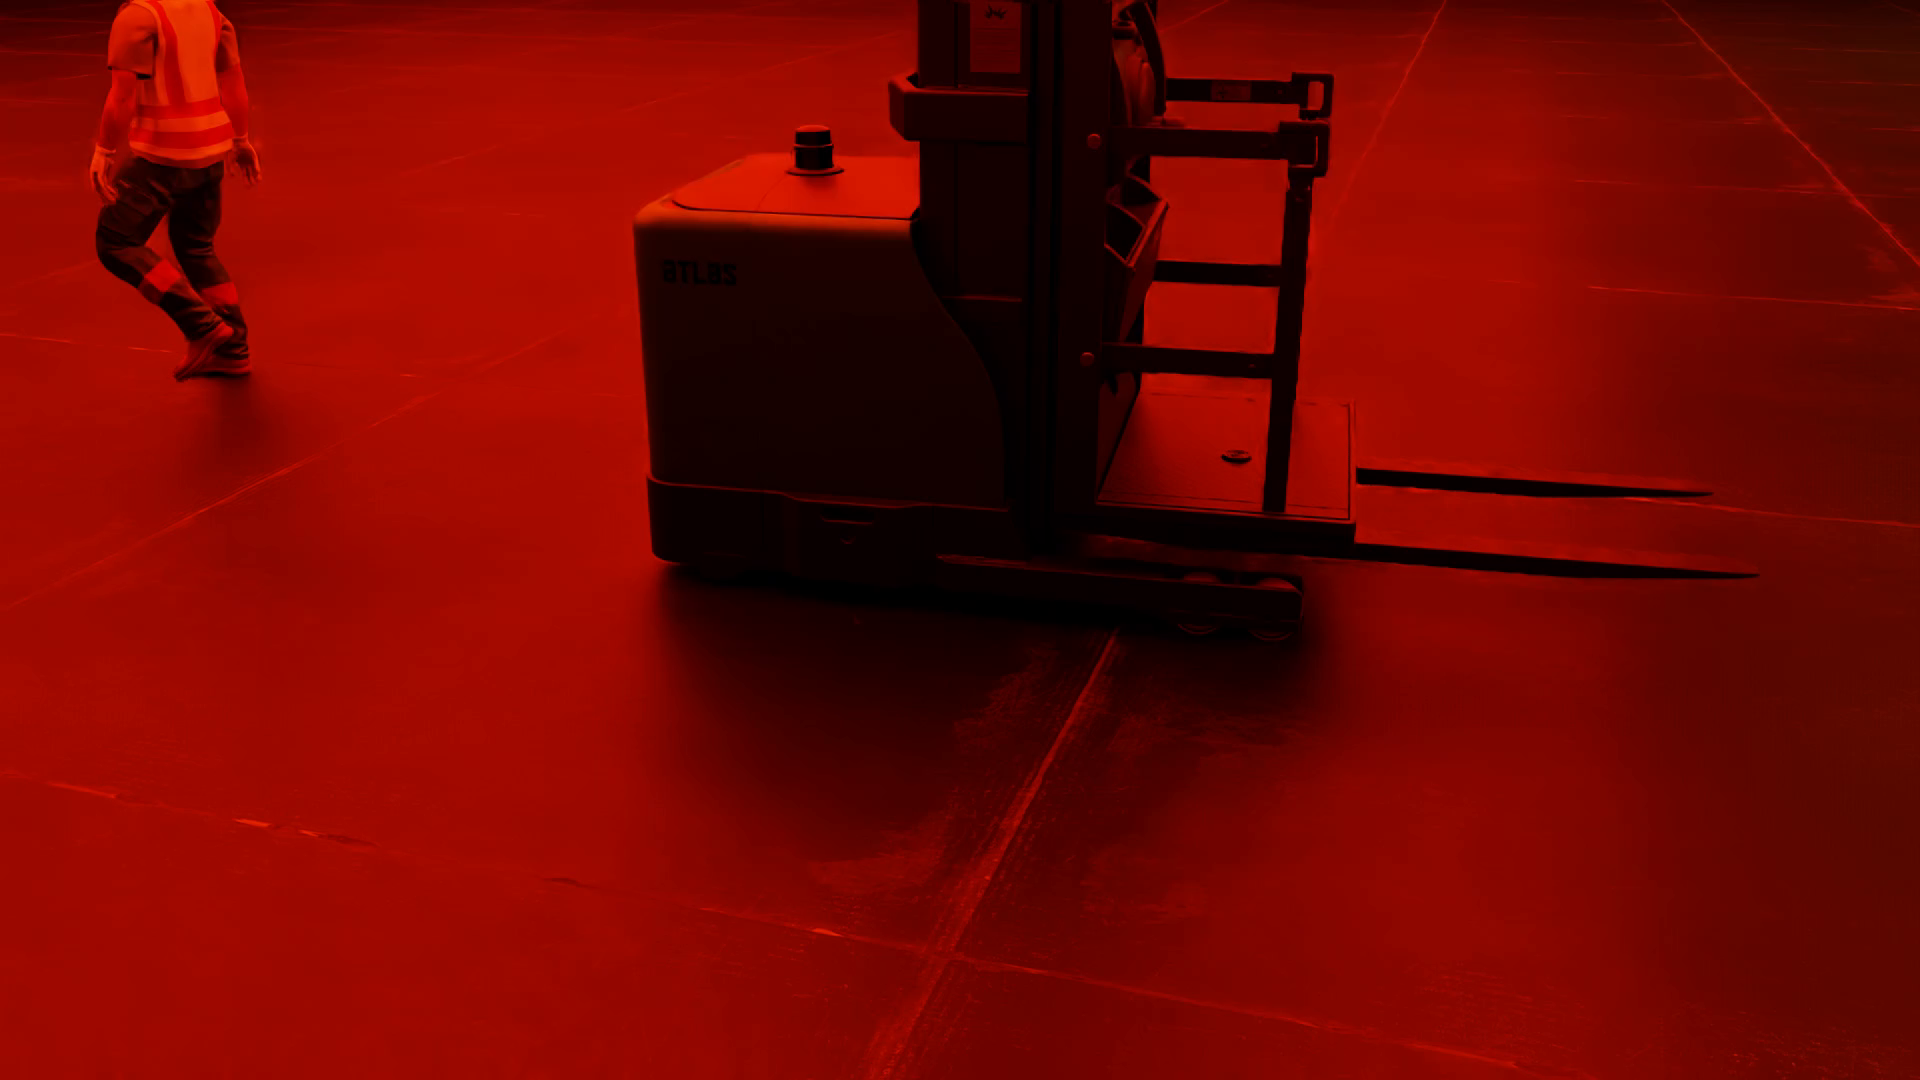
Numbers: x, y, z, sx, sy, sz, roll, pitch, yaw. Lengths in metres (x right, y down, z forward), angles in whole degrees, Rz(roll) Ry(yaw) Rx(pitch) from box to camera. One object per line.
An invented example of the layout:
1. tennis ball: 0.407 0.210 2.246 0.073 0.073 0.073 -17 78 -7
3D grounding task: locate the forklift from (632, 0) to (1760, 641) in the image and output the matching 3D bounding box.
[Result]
1. forklift: 0.669 -1.306 4.442 3.031 2.935 1.130 5 23 11

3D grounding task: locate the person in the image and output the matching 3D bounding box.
1. person: -3.048 -1.476 6.383 0.468 1.767 0.719 4 23 9
